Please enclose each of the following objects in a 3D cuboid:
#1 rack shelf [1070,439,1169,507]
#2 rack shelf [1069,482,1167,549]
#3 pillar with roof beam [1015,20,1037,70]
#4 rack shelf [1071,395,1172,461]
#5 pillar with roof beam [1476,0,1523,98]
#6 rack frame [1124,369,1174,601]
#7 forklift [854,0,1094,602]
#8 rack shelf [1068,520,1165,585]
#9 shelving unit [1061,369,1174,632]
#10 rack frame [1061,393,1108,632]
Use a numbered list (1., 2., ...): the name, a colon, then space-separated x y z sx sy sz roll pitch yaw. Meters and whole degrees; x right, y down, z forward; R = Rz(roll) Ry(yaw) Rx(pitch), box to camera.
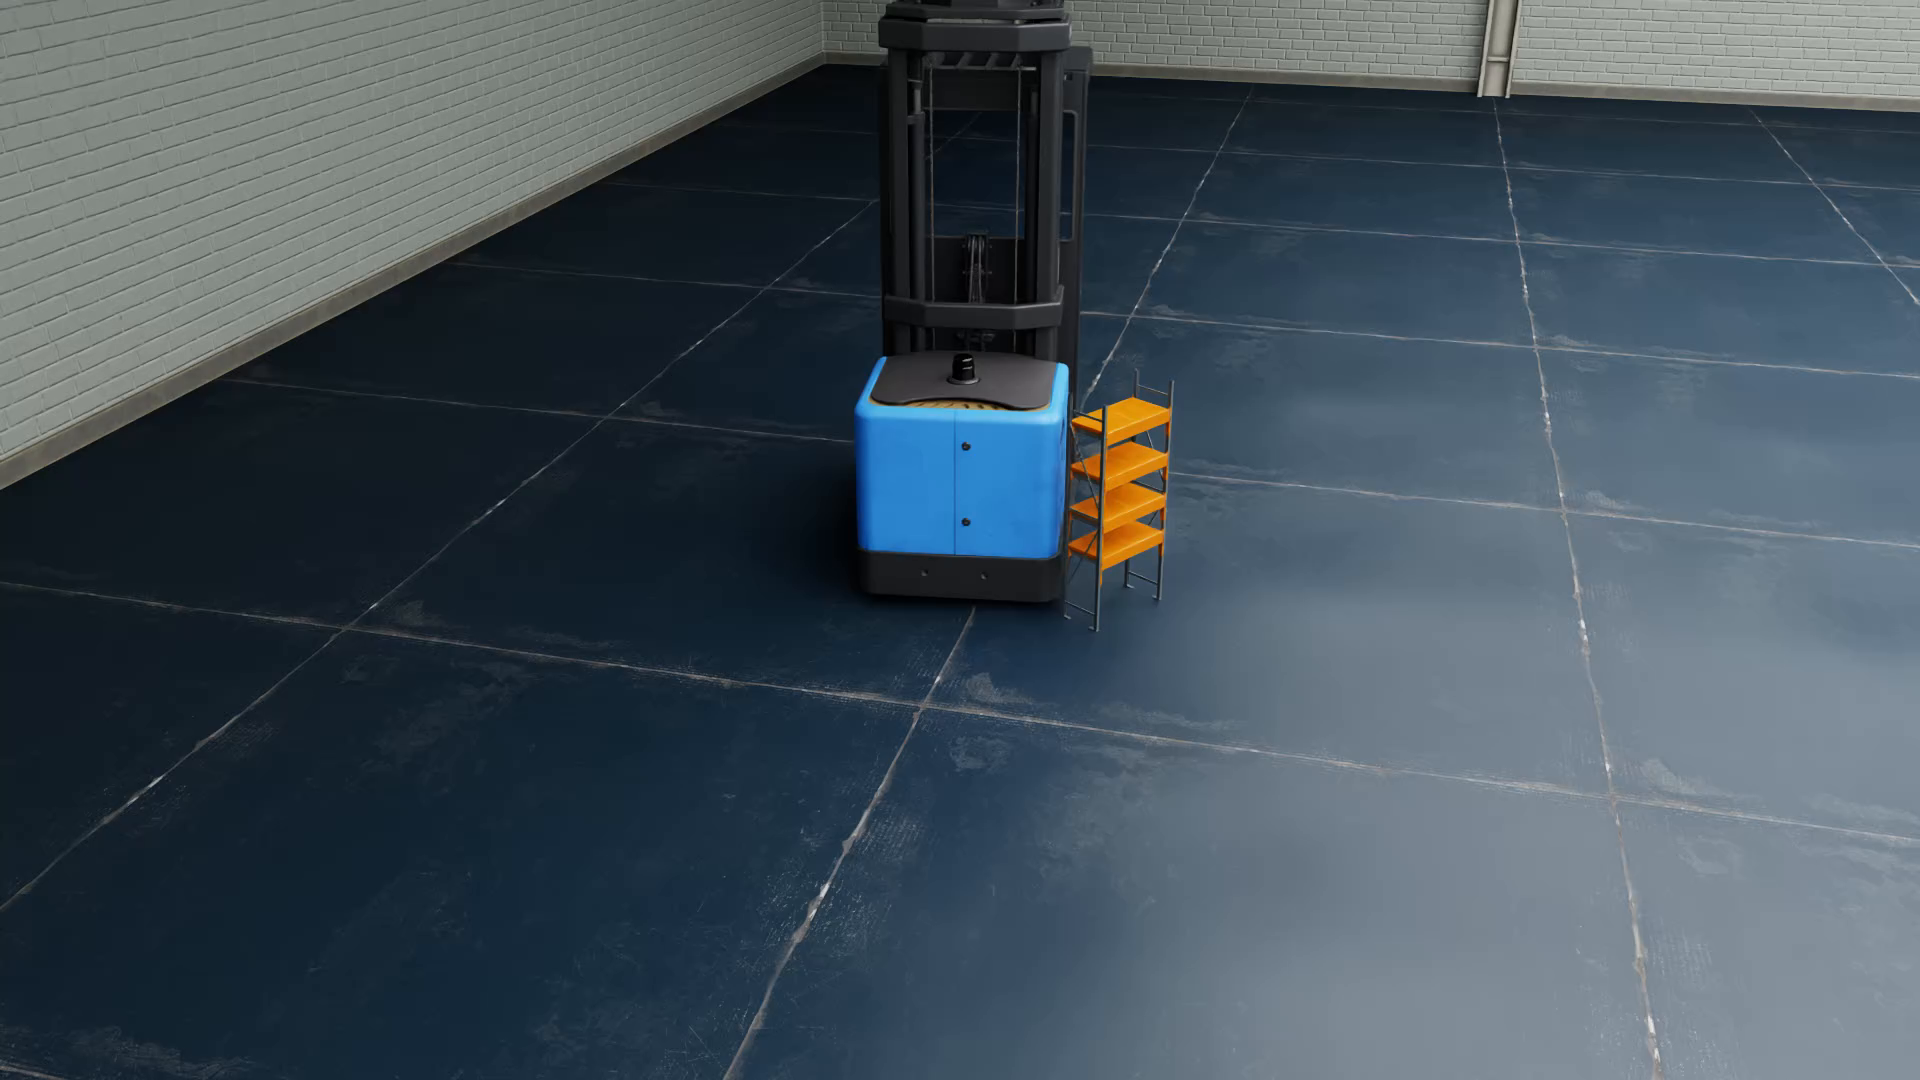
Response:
1. rack shelf: 0.777 -0.336 8.195 0.480 0.148 0.258 -23 34 -39
2. rack shelf: 0.777 -0.134 8.292 0.480 0.148 0.258 -23 34 -39
3. pillar with roof beam: -0.114 -8.565 16.772 0.400 9.000 9.100 6 26 13
4. rack shelf: 0.777 -0.549 8.094 0.480 0.148 0.258 -23 34 -39
5. pillar with roof beam: 5.697 -7.923 15.423 0.400 9.000 9.100 6 26 13
6. rack frame: 0.952 -0.268 8.416 0.015 1.200 0.240 -23 34 -39
7. forklift: 0.145 -1.609 9.220 1.130 2.935 3.031 3 26 6
8. rack shelf: 0.777 0.046 8.377 0.480 0.148 0.258 -23 34 -39
9. shelving unit: 0.777 -0.194 8.263 0.503 1.200 0.258 -23 34 -39
10. rack frame: 0.602 -0.121 8.109 0.015 1.200 0.240 -23 34 -39
